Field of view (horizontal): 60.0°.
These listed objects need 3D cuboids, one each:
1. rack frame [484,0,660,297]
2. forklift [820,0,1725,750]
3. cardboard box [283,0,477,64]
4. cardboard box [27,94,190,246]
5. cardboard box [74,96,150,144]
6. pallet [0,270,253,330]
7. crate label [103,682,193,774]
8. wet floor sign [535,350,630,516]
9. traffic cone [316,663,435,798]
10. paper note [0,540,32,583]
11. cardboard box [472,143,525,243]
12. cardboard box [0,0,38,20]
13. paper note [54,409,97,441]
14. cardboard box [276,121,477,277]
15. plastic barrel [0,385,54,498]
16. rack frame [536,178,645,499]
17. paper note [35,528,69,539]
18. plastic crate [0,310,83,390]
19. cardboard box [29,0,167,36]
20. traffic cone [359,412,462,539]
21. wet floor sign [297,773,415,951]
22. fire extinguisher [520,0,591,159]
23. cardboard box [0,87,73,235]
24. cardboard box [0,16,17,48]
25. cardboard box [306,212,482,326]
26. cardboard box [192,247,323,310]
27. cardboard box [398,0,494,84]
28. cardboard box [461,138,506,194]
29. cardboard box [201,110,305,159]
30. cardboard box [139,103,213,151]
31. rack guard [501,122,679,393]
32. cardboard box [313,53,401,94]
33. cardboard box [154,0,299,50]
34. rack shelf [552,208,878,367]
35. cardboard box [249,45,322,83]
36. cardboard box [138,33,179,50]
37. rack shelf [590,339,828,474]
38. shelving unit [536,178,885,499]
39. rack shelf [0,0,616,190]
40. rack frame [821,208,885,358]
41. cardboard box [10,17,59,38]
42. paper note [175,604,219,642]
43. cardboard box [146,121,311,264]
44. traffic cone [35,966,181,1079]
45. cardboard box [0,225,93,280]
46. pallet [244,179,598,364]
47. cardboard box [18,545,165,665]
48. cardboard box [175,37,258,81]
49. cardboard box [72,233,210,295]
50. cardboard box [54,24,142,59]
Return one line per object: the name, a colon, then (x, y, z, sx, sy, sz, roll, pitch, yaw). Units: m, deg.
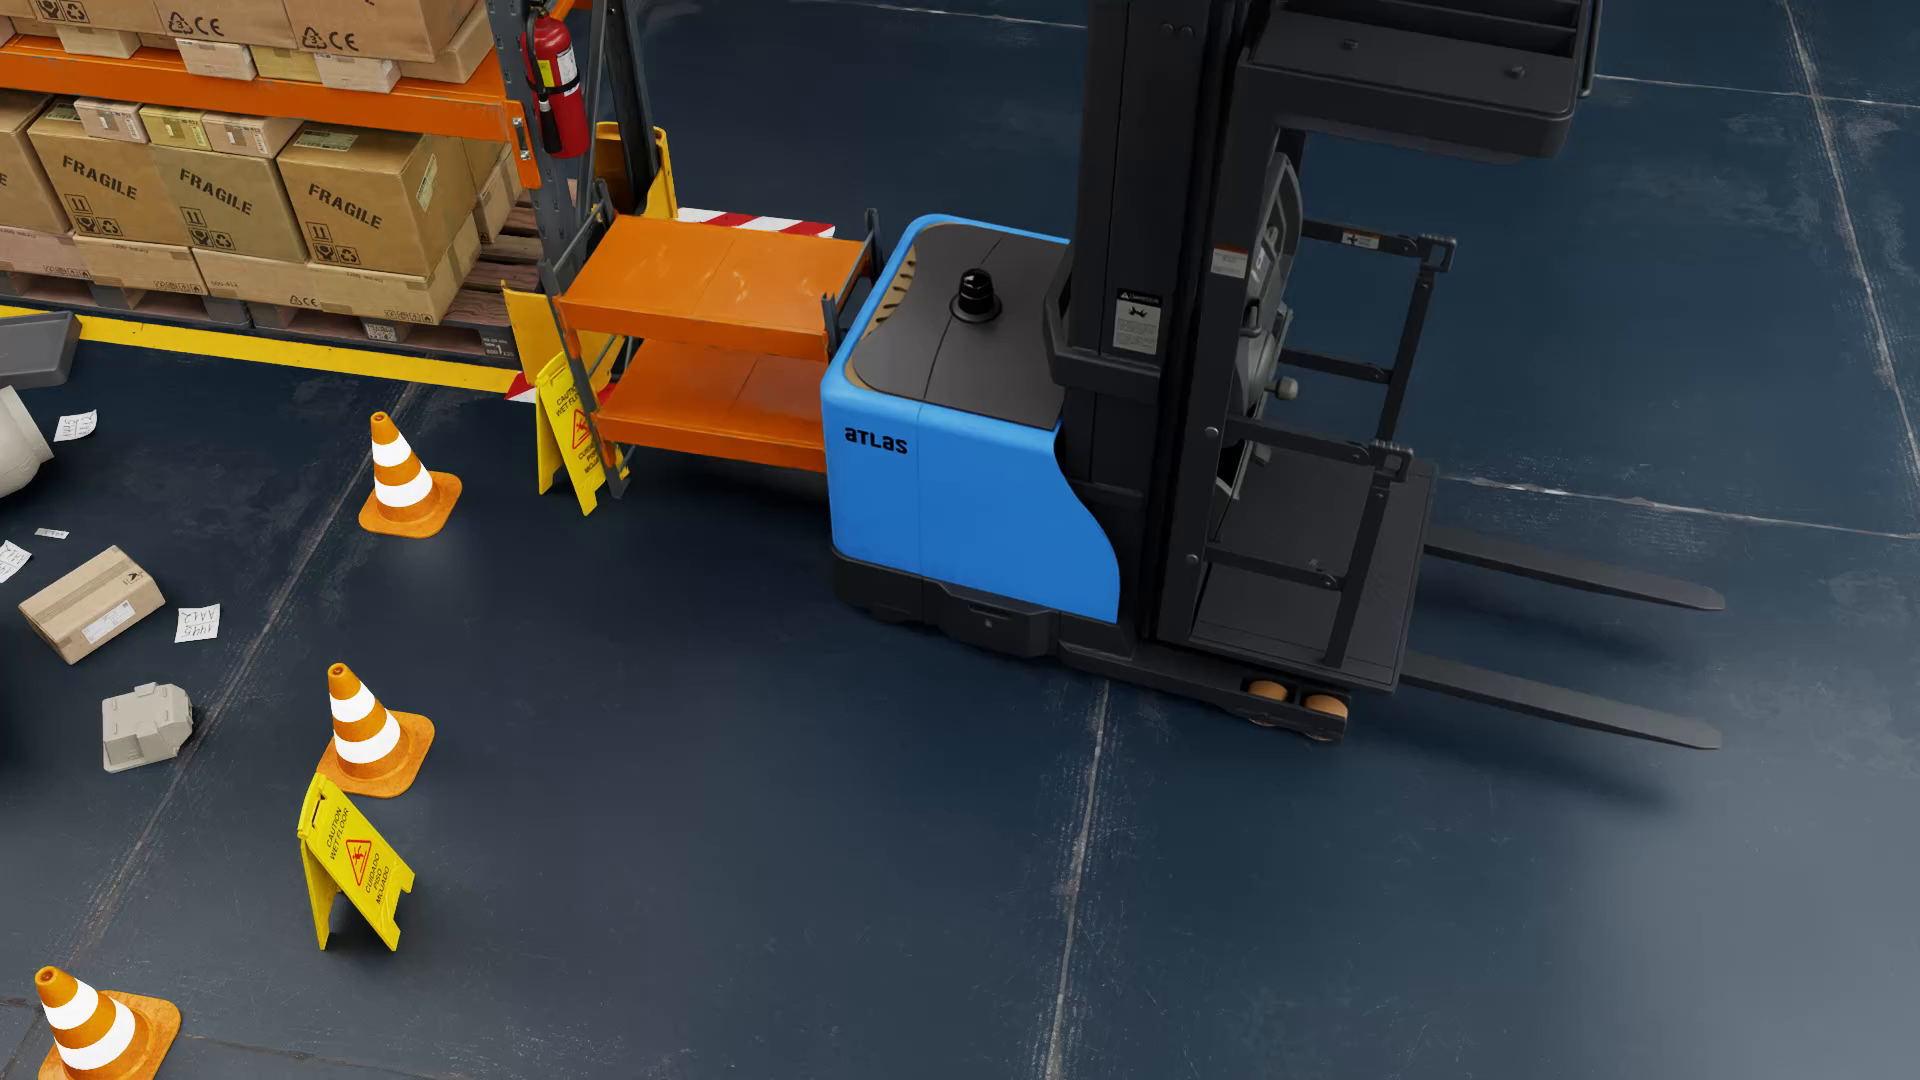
rack frame: (-1.451, -2.029, 6.057, 0.127, 3.000, 1.000, 8, 49, 7)
forklift: (1.113, -0.747, 4.950, 3.031, 2.935, 1.130, 14, 50, 12)
cardboard box: (-2.034, -2.032, 5.792, 0.500, 0.500, 0.500, 7, 48, 6)
cardboard box: (-3.295, -1.555, 6.692, 0.500, 0.500, 0.500, 7, 48, 6)
cardboard box: (-3.165, -1.704, 6.391, 0.250, 0.149, 0.380, 10, 49, 8)
pallet: (-3.516, -1.403, 7.369, 1.213, 0.211, 1.003, 8, 49, 7)
crate label: (-2.751, 0.614, 5.606, 0.298, 0.136, 0.250, -15, 50, -13)
wet floor sign: (-1.454, -0.434, 6.206, 0.232, 0.644, 0.267, 23, 52, 20)
traffic cone: (-1.966, 0.564, 5.432, 0.334, 0.463, 0.336, 8, 49, 7)
paper note: (-3.544, 0.077, 6.168, 0.142, 0.019, 0.148, 23, 52, 20)
cardboard box: (-2.195, -1.559, 7.201, 0.500, 0.250, 0.500, 7, 48, 7)
cardboard box: (-3.513, -2.251, 5.989, 0.500, 0.500, 0.500, 8, 49, 7)
paper note: (-3.533, -0.459, 6.642, 0.148, 0.019, 0.142, -7, 48, -7)
cardboard box: (-2.286, -1.416, 6.568, 0.500, 0.500, 0.500, 8, 49, 7)
plastic barrel: (-3.753, -0.333, 6.265, 0.512, 0.421, 0.421, -32, 55, -25)
rack frame: (-1.297, -0.720, 6.144, 0.032, 1.125, 0.500, 9, 49, 14)
paper note: (-3.422, -0.025, 6.266, 0.123, 0.001, 0.032, 8, 49, 7)
plastic crate: (-3.988, -0.774, 6.892, 0.583, 0.080, 0.402, -7, 48, -7)
cardboard box: (-3.018, -2.170, 5.916, 0.500, 0.500, 0.500, 7, 48, 7)
traffic cone: (-2.103, -0.294, 6.203, 0.334, 0.463, 0.336, 8, 49, 7)
wet floor sign: (-1.851, 0.949, 4.963, 0.232, 0.644, 0.267, 0, 48, 0)
fire extinguisher: (-1.420, -1.651, 5.769, 0.183, 0.674, 0.296, 8, 49, 7)
cardboard box: (-3.816, -1.622, 6.753, 0.500, 0.500, 0.500, 10, 49, 9)
cardboard box: (-3.624, -2.009, 6.207, 0.250, 0.149, 0.380, 7, 48, 7)
cardboard box: (-2.318, -1.164, 6.845, 0.500, 0.250, 0.500, 7, 48, 7)
cardboard box: (-2.802, -1.235, 6.909, 0.500, 0.250, 0.500, 8, 49, 7)
cardboard box: (-1.857, -1.838, 6.054, 0.250, 0.149, 0.380, 9, 49, 8)
cardboard box: (-2.219, -1.813, 6.924, 0.500, 0.500, 0.500, 6, 48, 6)
cardboard box: (-2.659, -1.632, 6.326, 0.250, 0.149, 0.380, 9, 49, 8)
cardboard box: (-2.906, -1.668, 6.358, 0.250, 0.149, 0.380, 8, 49, 7)
rack guard: (-1.526, -1.204, 6.995, 0.348, 0.500, 1.175, 8, 49, 7)
cardboard box: (-2.126, -1.790, 6.011, 0.250, 0.149, 0.380, 7, 48, 6)
cardboard box: (-2.526, -2.102, 5.855, 0.500, 0.500, 0.500, 8, 49, 7)
rack shelf: (-0.832, -0.842, 5.808, 1.000, 0.278, 0.538, 9, 49, 14)
cardboard box: (-2.374, -1.840, 6.055, 0.250, 0.149, 0.380, 7, 48, 6)
cardboard box: (-2.860, -1.989, 6.189, 0.250, 0.149, 0.380, 8, 49, 7)
rack shelf: (-0.791, -0.477, 6.201, 1.000, 0.278, 0.538, 9, 49, 14)
shelving unit: (-0.809, -0.643, 6.022, 1.048, 1.125, 0.538, 9, 49, 14)
rack shelf: (-3.419, -2.053, 6.562, 4.000, 0.370, 1.077, 8, 49, 7)
rack frame: (-0.322, -0.567, 5.901, 0.032, 1.125, 0.500, 9, 49, 14)
cardboard box: (-3.358, -2.054, 6.248, 0.250, 0.149, 0.380, 8, 49, 7)
paper note: (-2.735, 0.295, 5.964, 0.142, 0.019, 0.148, -7, 48, -7)
cardboard box: (-2.800, -1.483, 6.628, 0.500, 0.500, 0.500, 9, 49, 8)
traffic cone: (-2.502, 1.346, 4.730, 0.334, 0.463, 0.336, 8, 49, 7)
cardboard box: (-3.805, -1.373, 7.034, 0.500, 0.250, 0.500, 7, 48, 6)
pallet: (-2.319, -1.240, 7.223, 1.213, 0.211, 1.003, 8, 49, 7)
cardboard box: (-3.099, 0.229, 5.944, 0.250, 0.149, 0.380, 32, 56, 26)
cardboard box: (-2.633, -1.852, 6.066, 0.250, 0.149, 0.380, 8, 49, 8)
cardboard box: (-3.318, -1.300, 6.968, 0.500, 0.250, 0.500, 6, 48, 5)
cardboard box: (-3.128, -1.956, 6.160, 0.250, 0.149, 0.380, 7, 48, 6)
